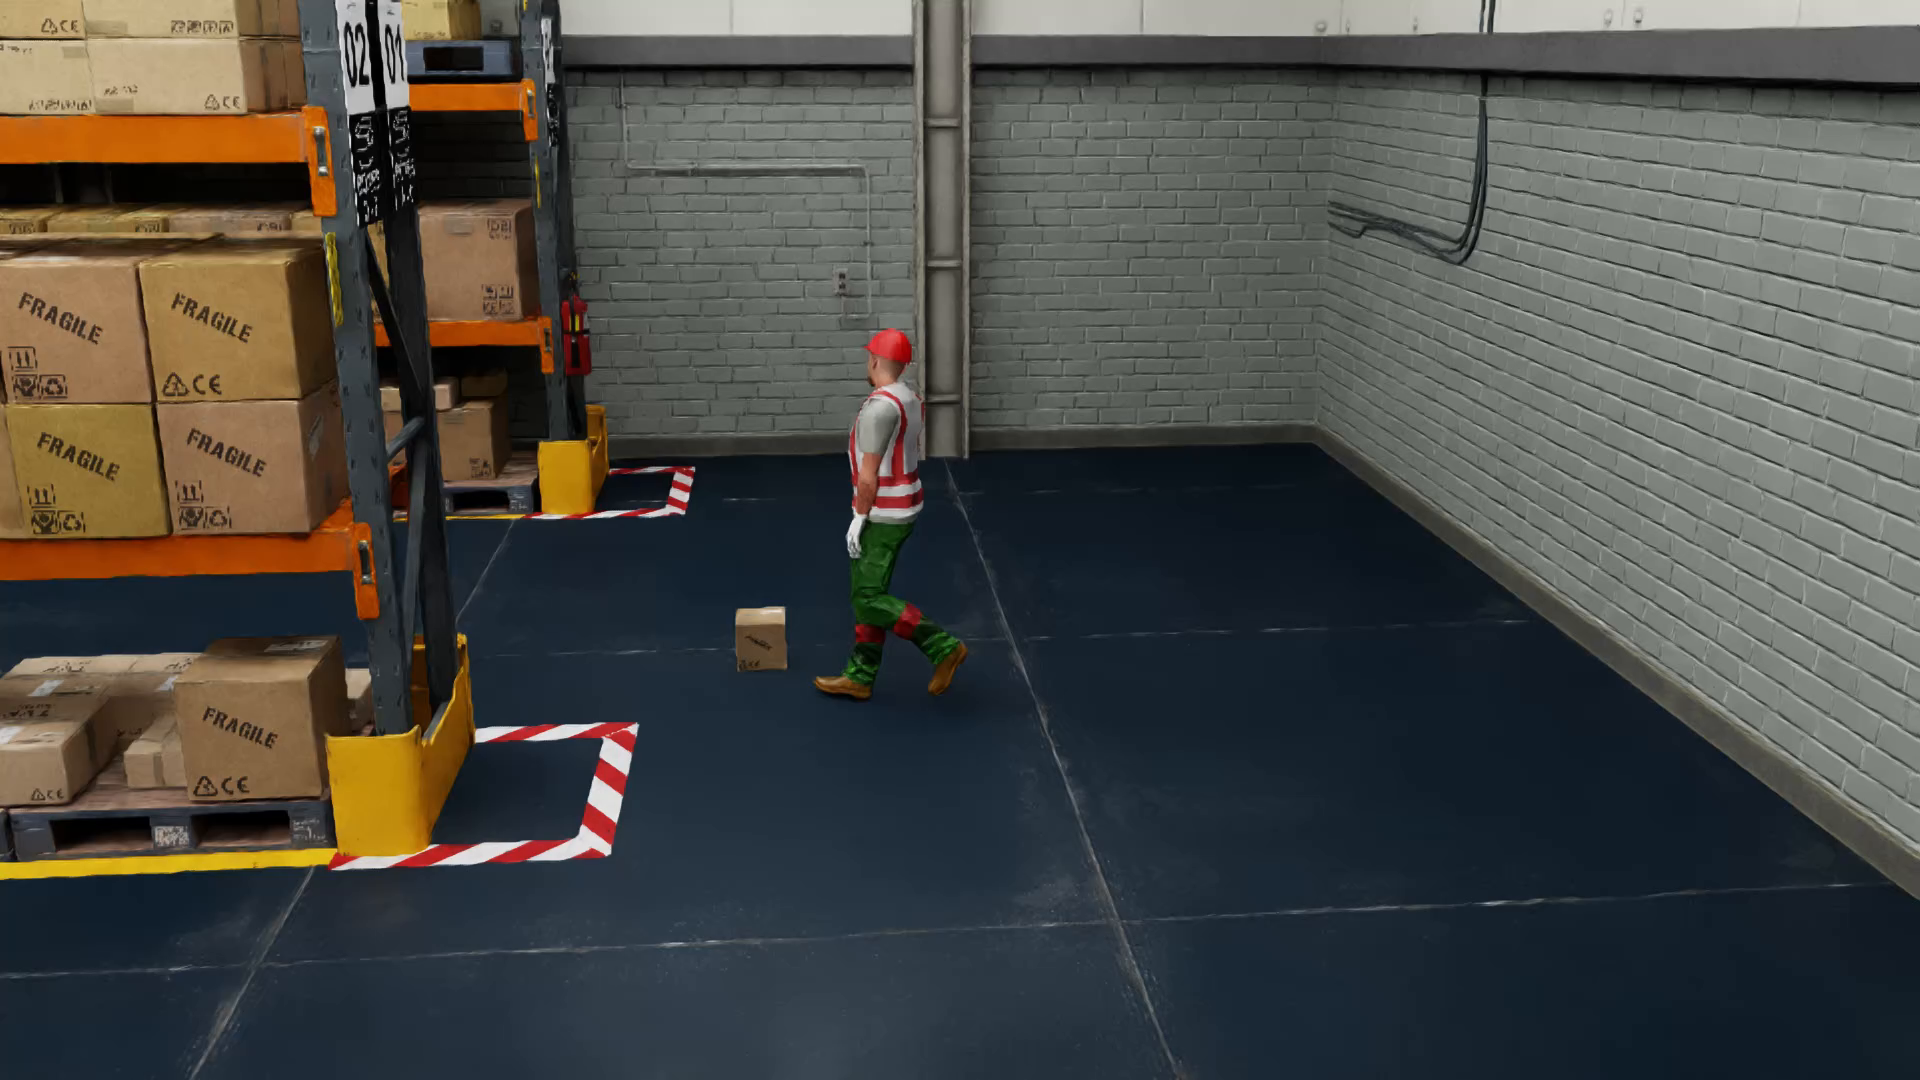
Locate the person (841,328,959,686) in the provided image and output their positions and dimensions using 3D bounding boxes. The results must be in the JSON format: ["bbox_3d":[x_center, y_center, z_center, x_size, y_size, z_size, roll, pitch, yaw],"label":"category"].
[{"bbox_3d":[-0.256,-0.135,7.887,0.597,1.701,0.572,4,17,13],"label":"person"}]
